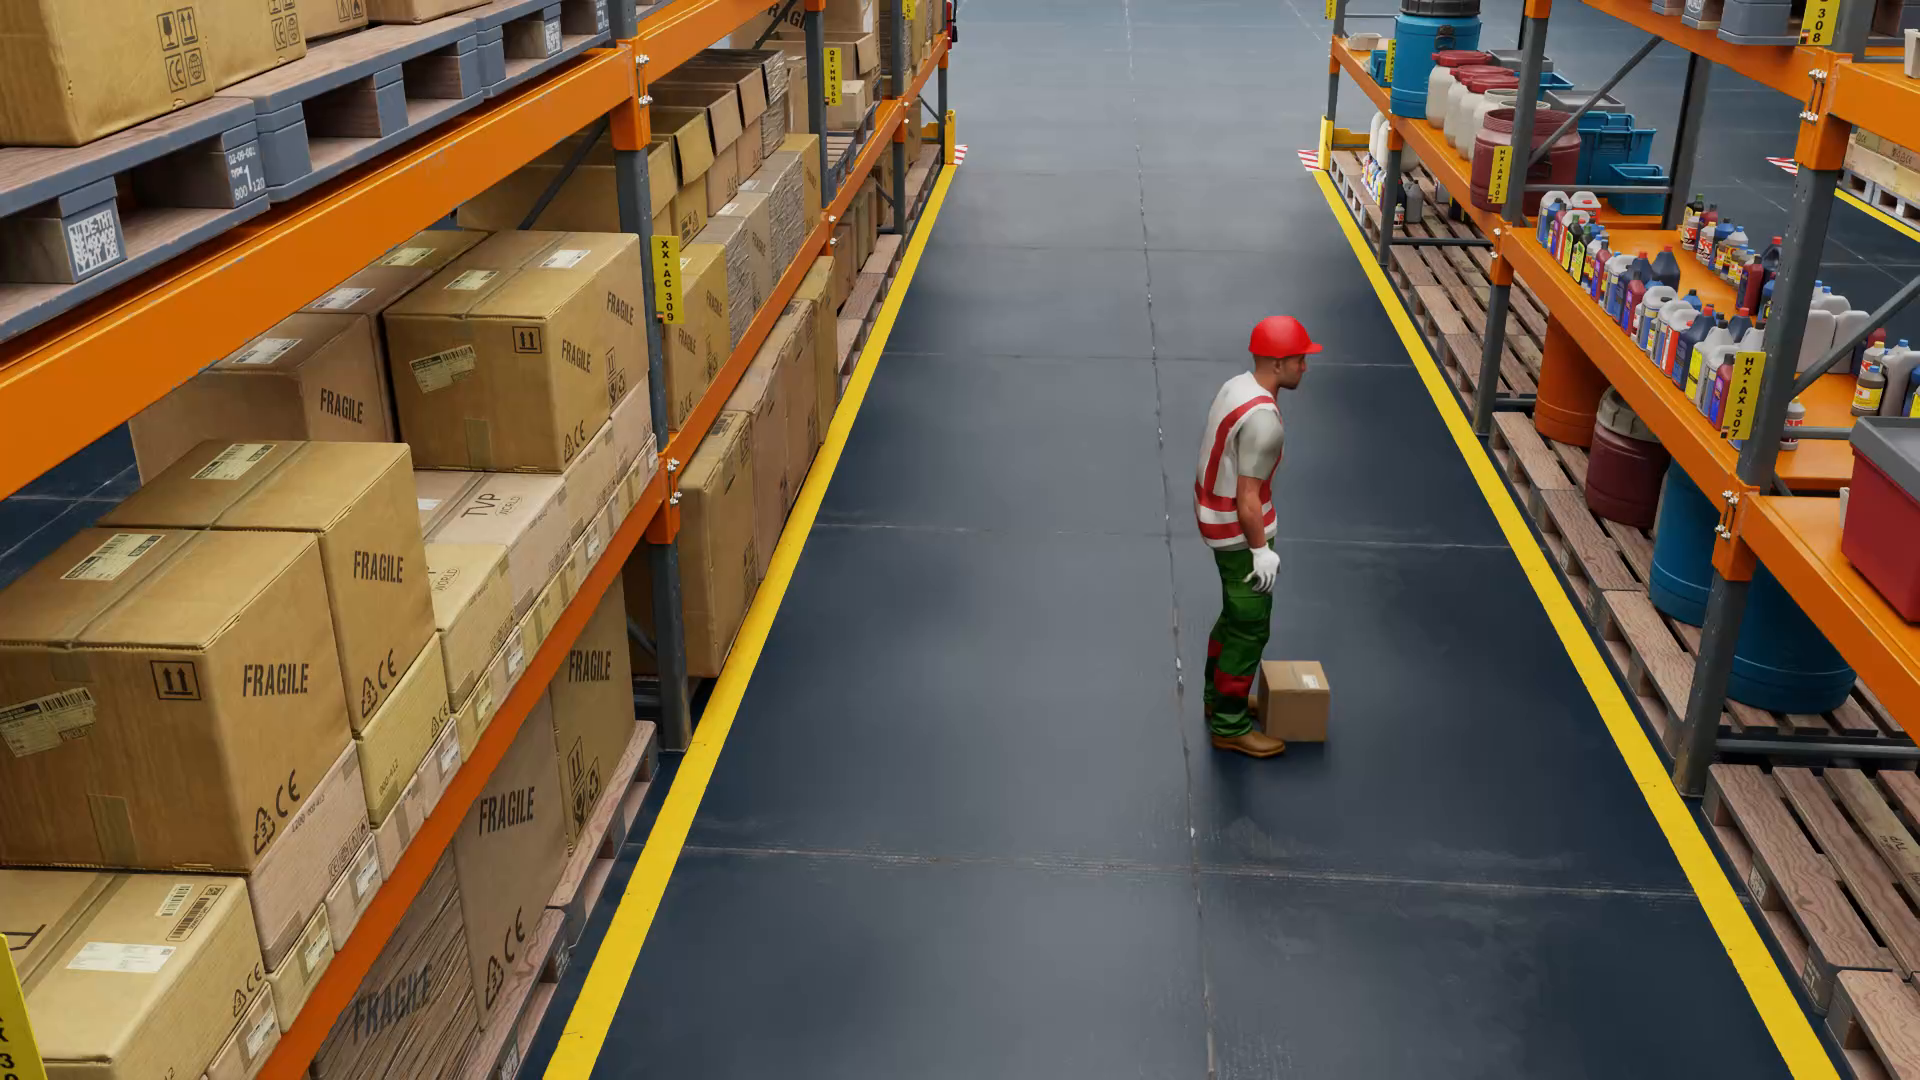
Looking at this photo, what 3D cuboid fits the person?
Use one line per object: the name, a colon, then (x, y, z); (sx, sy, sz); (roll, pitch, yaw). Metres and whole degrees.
person: (1.161, -0.028, 6.649); (0.449, 1.778, 0.595); (1, 24, 2)
